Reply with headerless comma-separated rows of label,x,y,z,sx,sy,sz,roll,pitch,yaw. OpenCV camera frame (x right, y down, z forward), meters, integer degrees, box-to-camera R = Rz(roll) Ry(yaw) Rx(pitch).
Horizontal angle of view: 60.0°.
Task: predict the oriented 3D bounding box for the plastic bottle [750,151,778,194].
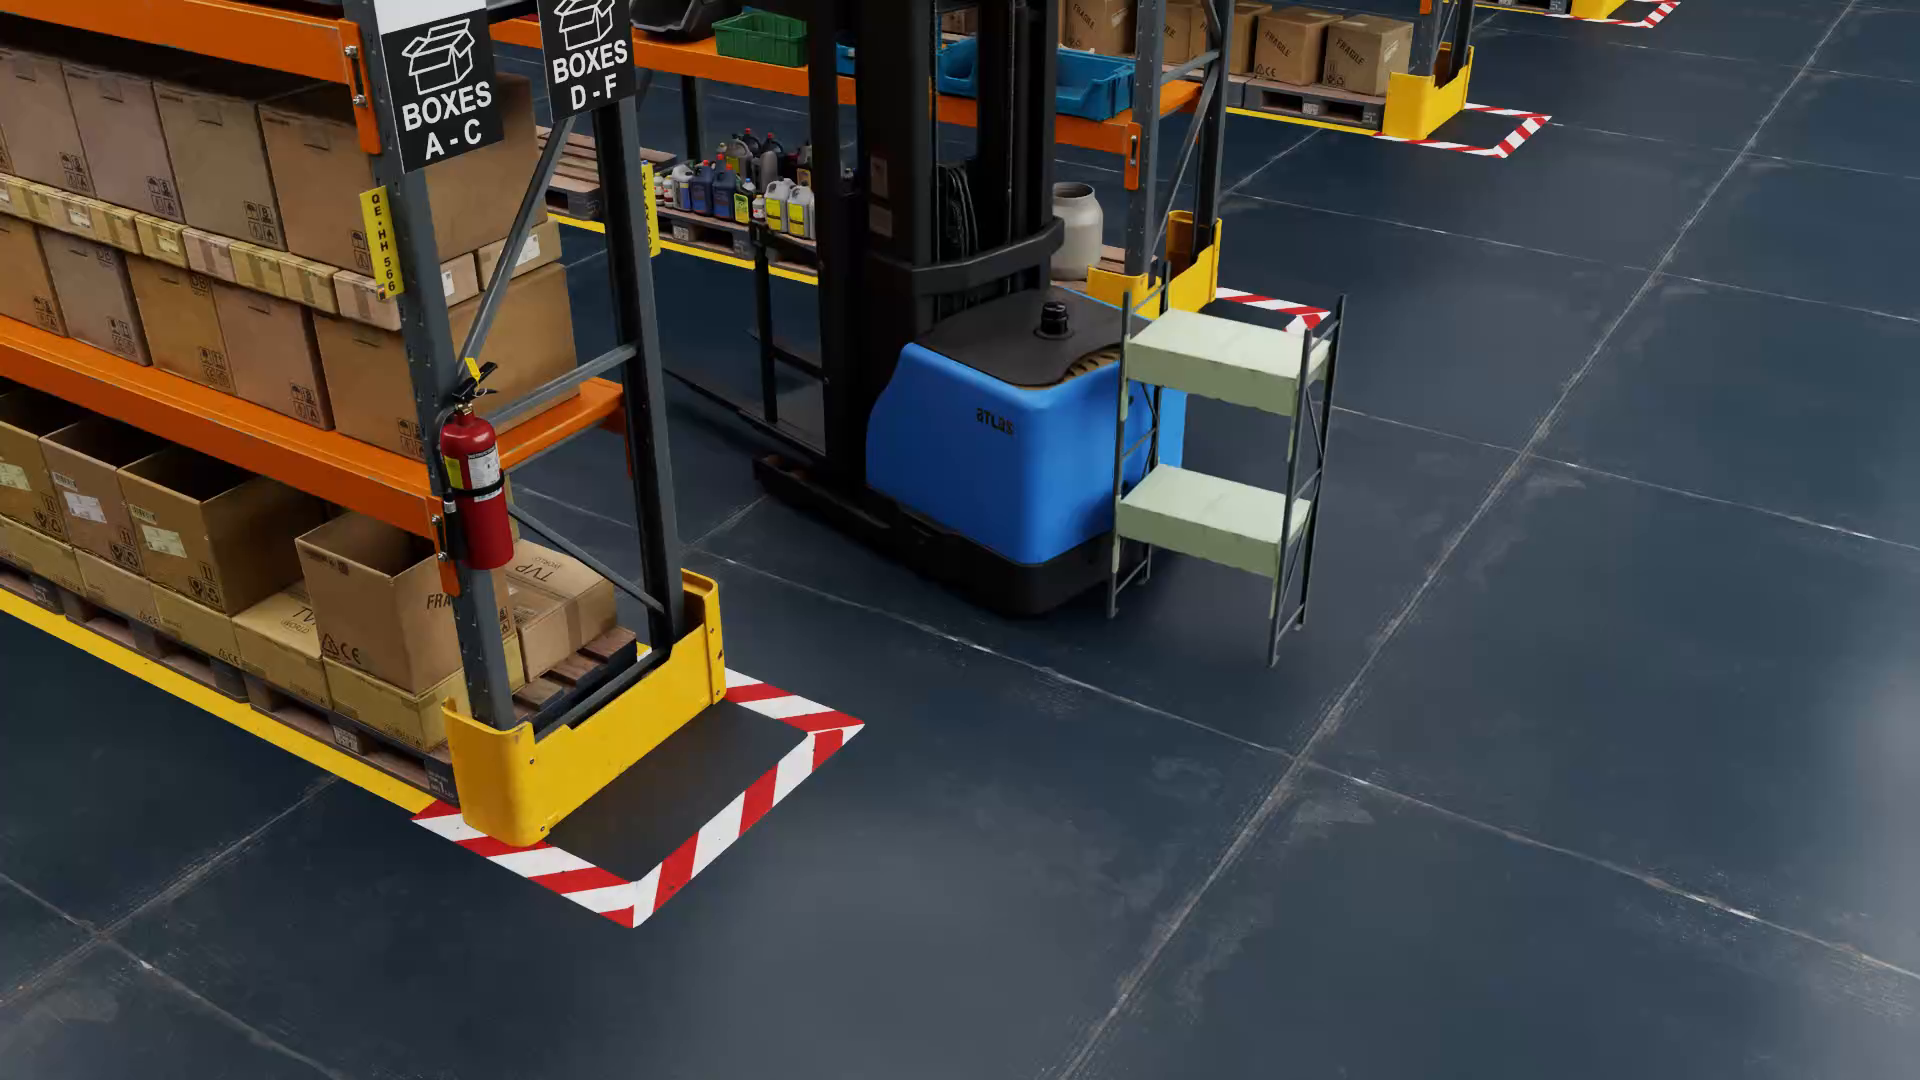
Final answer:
plastic bottle,-1.340,-2.523,11.365,0.135,0.276,0.152,18,35,27

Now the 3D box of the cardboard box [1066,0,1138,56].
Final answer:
cardboard box,1.296,-4.622,14.759,0.500,0.500,0.500,-23,37,-33

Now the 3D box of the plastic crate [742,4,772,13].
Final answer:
plastic crate,-1.062,-3.436,10.810,0.616,0.251,0.499,18,35,27

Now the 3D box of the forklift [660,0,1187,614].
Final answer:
forklift,-0.367,-1.601,7.585,1.130,2.935,3.031,-25,39,-36

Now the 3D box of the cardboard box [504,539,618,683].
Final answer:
cardboard box,-1.728,0.272,6.620,0.500,0.250,0.500,18,35,27

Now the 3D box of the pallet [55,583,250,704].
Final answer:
pallet,-3.092,0.194,7.208,1.213,0.211,1.003,18,35,27

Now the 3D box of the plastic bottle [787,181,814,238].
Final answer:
plastic bottle,-1.003,-2.119,10.597,0.185,0.351,0.144,19,35,29

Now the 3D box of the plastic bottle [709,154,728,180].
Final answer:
plastic bottle,-1.604,-2.395,11.070,0.185,0.351,0.144,18,35,27

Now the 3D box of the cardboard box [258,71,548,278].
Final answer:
cardboard box,-1.826,-1.244,5.519,0.500,0.500,0.700,18,35,28

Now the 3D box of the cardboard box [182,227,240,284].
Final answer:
cardboard box,-2.468,-1.047,5.825,0.250,0.149,0.380,18,35,28

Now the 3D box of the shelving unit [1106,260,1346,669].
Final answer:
shelving unit,1.056,-0.301,6.778,0.755,1.500,0.431,16,34,26

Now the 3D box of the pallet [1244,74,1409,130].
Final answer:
pallet,3.144,-3.772,14.006,1.213,0.211,1.003,18,35,27

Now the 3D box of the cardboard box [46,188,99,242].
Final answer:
cardboard box,-3.132,-1.255,6.182,0.250,0.149,0.380,17,34,27

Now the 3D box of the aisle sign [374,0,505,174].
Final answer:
aisle sign,-1.493,-1.476,4.723,0.004,0.787,0.394,18,35,27

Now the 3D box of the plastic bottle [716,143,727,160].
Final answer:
plastic bottle,-1.671,-2.698,11.738,0.097,0.201,0.097,0,30,0

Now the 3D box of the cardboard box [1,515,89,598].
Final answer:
cardboard box,-3.707,-0.035,7.146,0.500,0.250,0.500,18,35,27

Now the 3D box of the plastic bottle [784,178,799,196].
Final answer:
plastic bottle,-1.103,-2.206,10.822,0.135,0.276,0.152,18,35,27

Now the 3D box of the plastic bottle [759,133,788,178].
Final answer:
plastic bottle,-1.283,-2.626,11.466,0.185,0.351,0.144,16,34,25

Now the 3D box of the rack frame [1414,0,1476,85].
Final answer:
rack frame,3.877,-4.723,12.869,0.127,3.000,1.000,18,35,27

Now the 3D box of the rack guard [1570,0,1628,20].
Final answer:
rack guard,6.620,-5.727,17.070,0.348,0.500,1.175,18,35,27

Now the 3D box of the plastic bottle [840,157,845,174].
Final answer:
plastic bottle,-0.873,-2.462,11.259,0.135,0.276,0.152,18,35,28

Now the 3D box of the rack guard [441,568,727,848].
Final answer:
rack guard,-1.372,0.590,6.242,0.348,0.500,1.175,18,35,27

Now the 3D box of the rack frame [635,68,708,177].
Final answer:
rack frame,-2.144,-3.681,11.082,0.127,3.000,1.000,18,35,27

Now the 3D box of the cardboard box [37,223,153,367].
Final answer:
cardboard box,-3.094,-1.083,6.531,0.500,0.500,0.700,19,35,29

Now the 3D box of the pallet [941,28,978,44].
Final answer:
pallet,-0.171,-4.798,15.765,1.213,0.211,1.003,18,35,27

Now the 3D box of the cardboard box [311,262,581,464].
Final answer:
cardboard box,-1.781,-0.670,5.822,0.500,0.500,0.700,18,35,27

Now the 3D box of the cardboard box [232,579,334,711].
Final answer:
cardboard box,-2.434,0.364,6.461,0.500,0.250,0.500,18,35,27

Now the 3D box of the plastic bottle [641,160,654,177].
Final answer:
plastic bottle,-2.107,-2.420,11.192,0.097,0.271,0.097,0,30,0

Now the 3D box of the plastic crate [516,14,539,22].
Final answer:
plastic crate,-2.717,-3.707,11.065,0.583,0.464,0.402,18,35,27

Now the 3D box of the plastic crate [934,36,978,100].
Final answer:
plastic crate,0.114,-2.728,9.596,0.408,0.251,0.499,18,35,27

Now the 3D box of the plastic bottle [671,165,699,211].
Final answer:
plastic bottle,-1.819,-2.347,11.062,0.135,0.276,0.152,19,35,29

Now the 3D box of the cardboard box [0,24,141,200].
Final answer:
cardboard box,-3.126,-1.652,6.218,0.500,0.500,0.700,18,35,27

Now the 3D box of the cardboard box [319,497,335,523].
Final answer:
cardboard box,-2.583,-0.314,6.879,0.500,0.500,0.500,18,35,27

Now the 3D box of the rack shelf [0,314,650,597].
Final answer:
rack shelf,-3.086,-0.721,6.723,4.000,0.370,1.077,18,35,27

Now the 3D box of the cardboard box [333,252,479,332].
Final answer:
cardboard box,-1.817,-0.840,5.471,0.250,0.149,0.380,17,34,27

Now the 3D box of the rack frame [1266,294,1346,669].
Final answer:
rack frame,1.373,-0.209,6.619,0.023,1.500,0.400,16,34,26

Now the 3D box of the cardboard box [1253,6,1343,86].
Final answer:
cardboard box,2.833,-4.145,13.942,0.500,0.500,0.500,-25,38,-36

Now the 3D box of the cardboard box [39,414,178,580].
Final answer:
cardboard box,-3.282,-0.226,6.729,0.500,0.500,0.500,18,35,27

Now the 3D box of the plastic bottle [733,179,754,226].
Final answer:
plastic bottle,-1.403,-2.191,10.789,0.133,0.283,0.061,19,35,29

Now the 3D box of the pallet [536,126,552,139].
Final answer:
pallet,-3.867,-2.996,12.677,1.213,0.211,1.003,18,35,27

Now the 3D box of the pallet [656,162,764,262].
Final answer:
pallet,-1.597,-2.278,11.446,1.213,0.211,1.003,18,35,27
